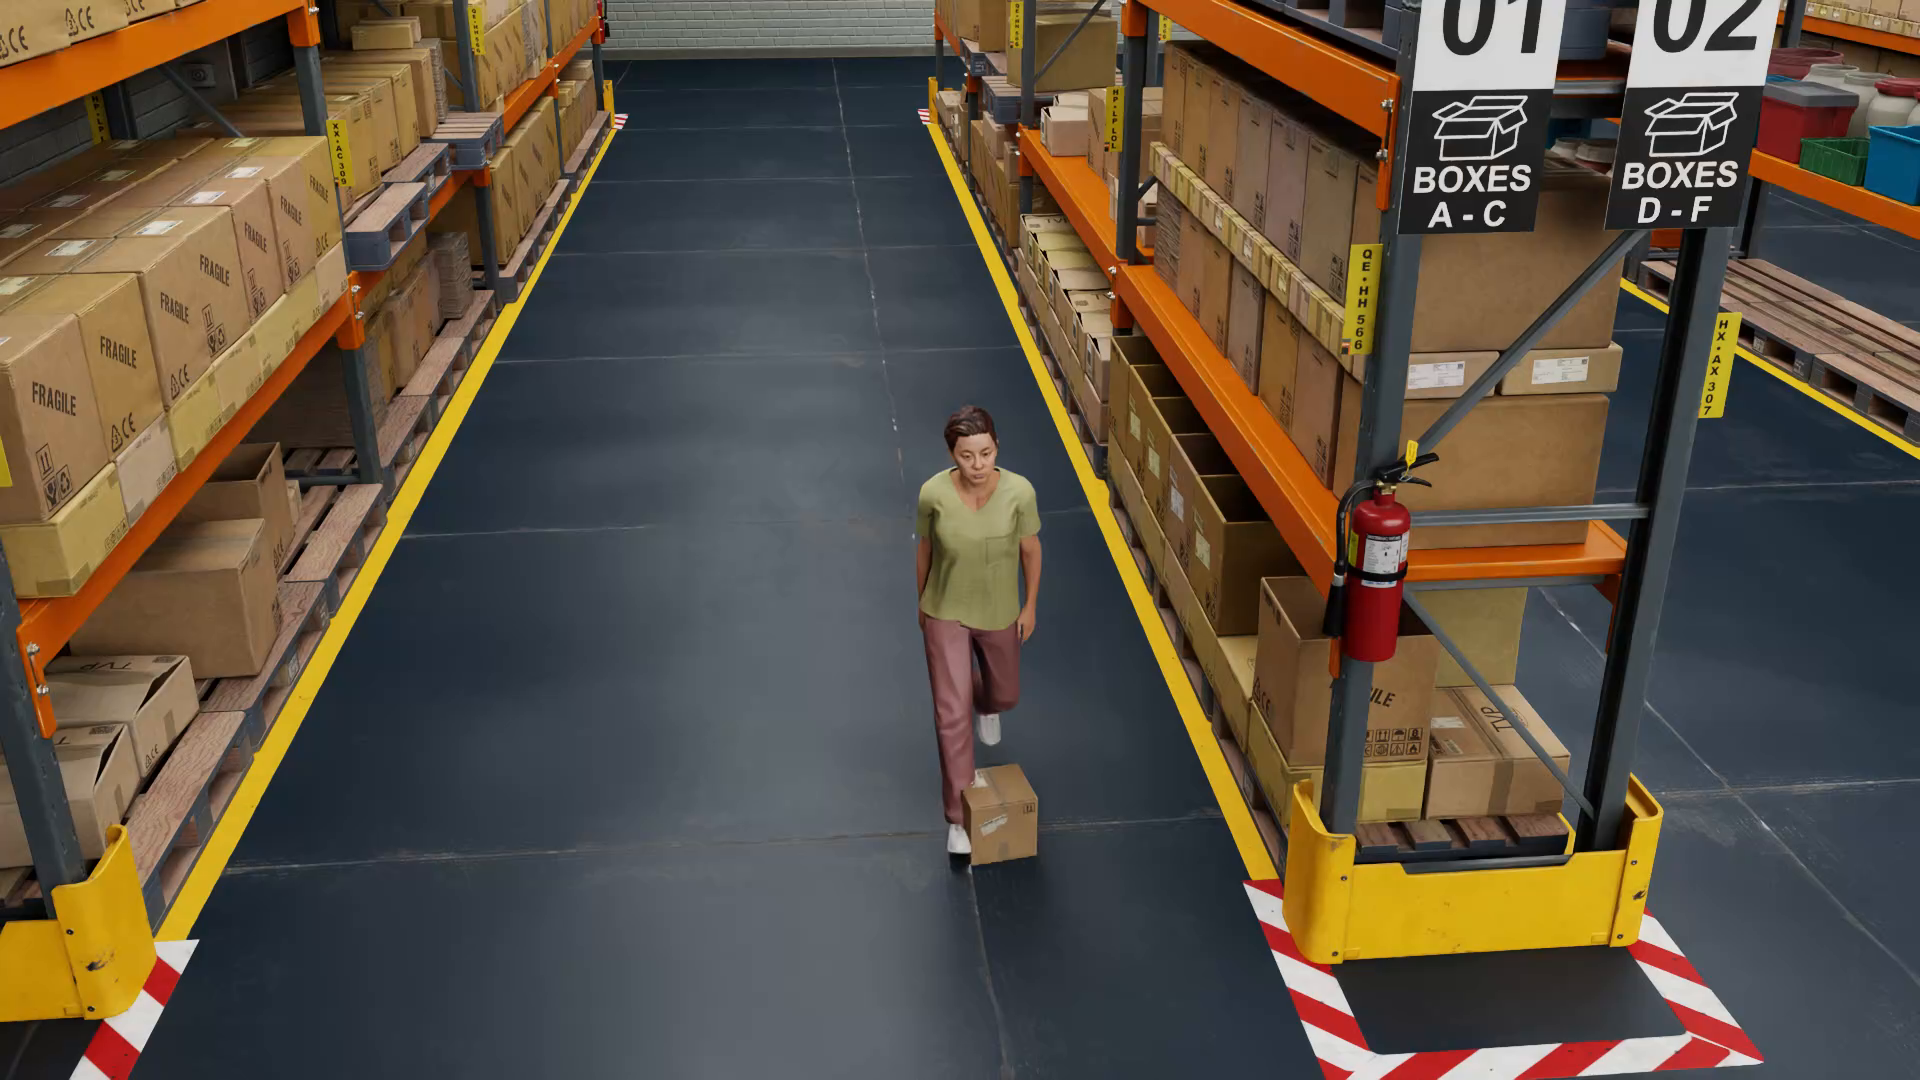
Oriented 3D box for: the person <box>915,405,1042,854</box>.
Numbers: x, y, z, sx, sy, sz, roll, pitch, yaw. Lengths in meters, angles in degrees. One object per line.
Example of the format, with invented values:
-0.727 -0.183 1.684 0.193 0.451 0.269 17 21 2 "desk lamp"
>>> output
0.064 0.236 6.089 0.451 1.629 0.967 -1 24 -3 "person"
